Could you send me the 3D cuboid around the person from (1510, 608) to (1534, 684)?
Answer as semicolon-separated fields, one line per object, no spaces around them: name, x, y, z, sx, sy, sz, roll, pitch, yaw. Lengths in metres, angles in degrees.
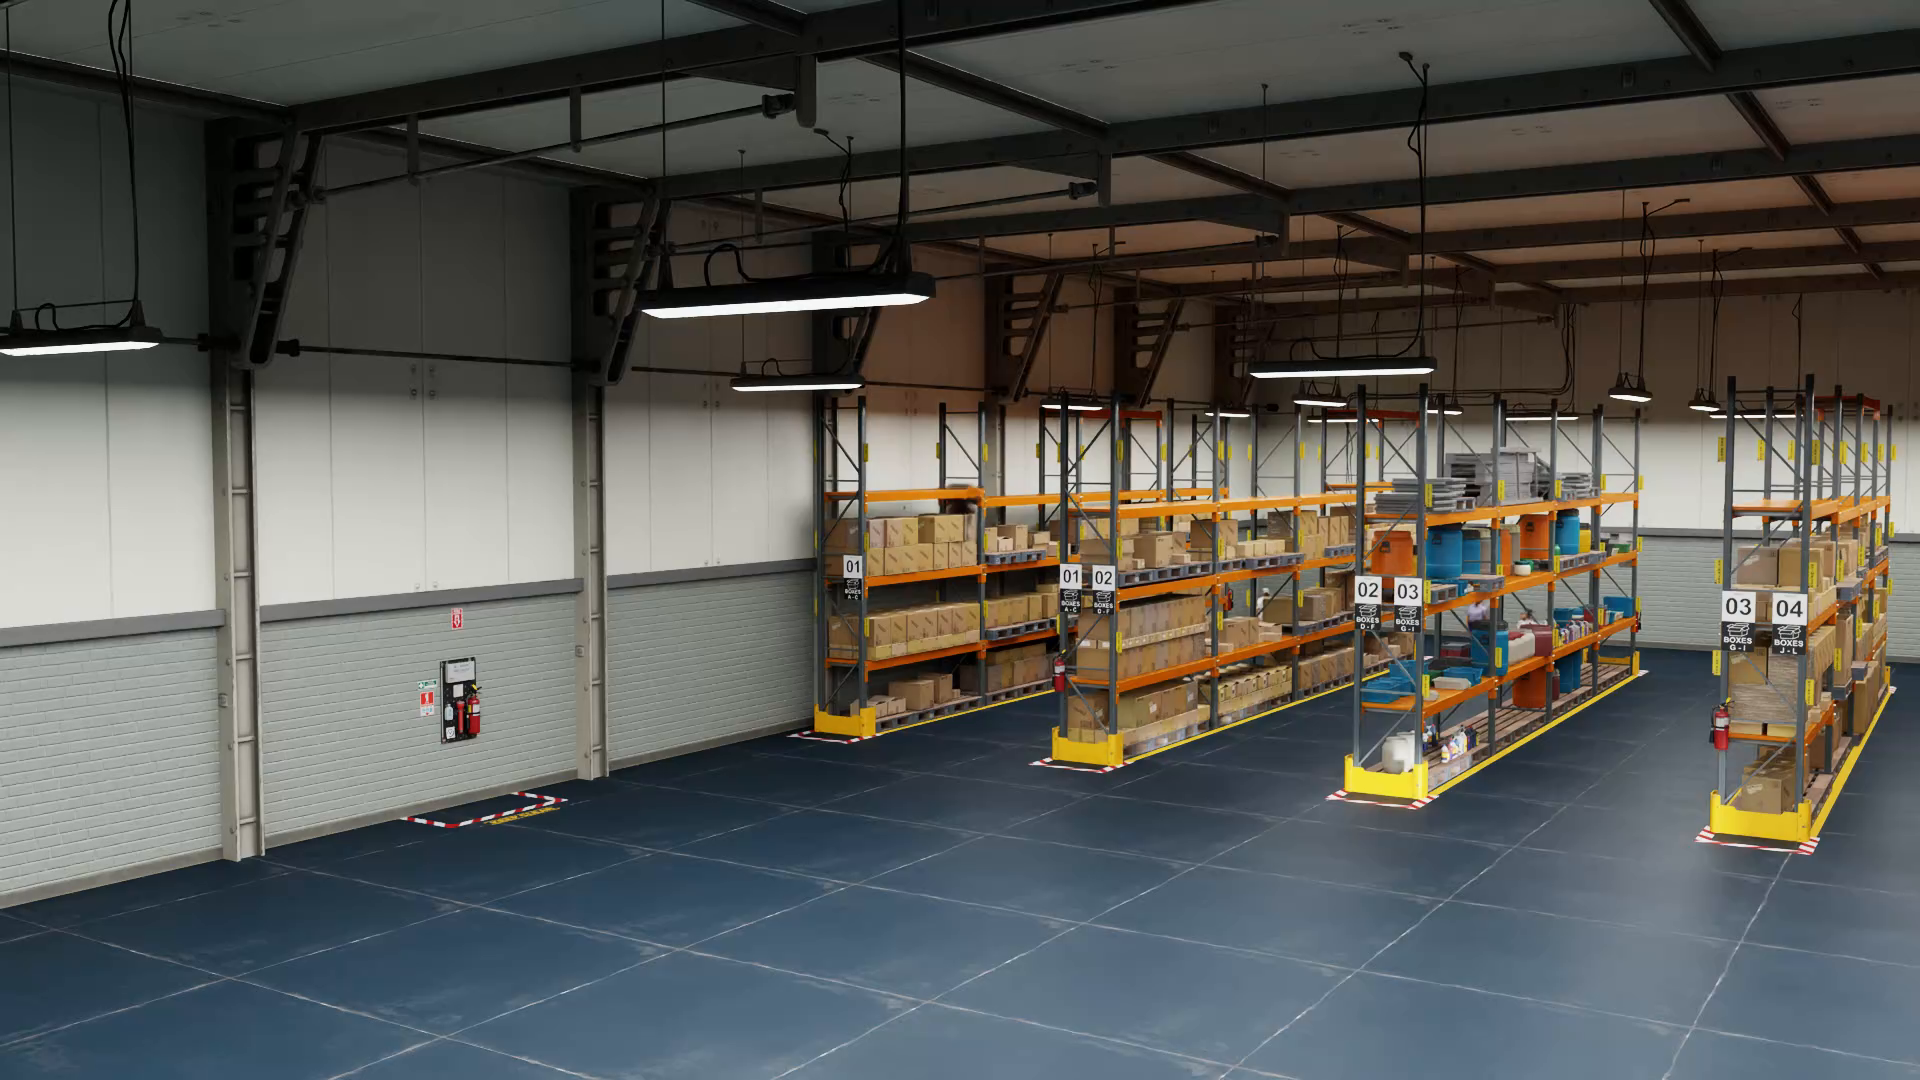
person;12.208;2.279;35.910;0.770;1.650;0.513;-2;4;-38

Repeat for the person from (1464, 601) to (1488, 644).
person;12.414;2.113;39.909;0.536;1.593;0.929;2;4;37

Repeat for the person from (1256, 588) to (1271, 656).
person;7.568;2.013;41.132;0.494;1.681;0.425;-1;3;-13

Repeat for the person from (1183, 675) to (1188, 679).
person;4.460;2.365;34.122;0.563;1.772;0.940;2;4;33
